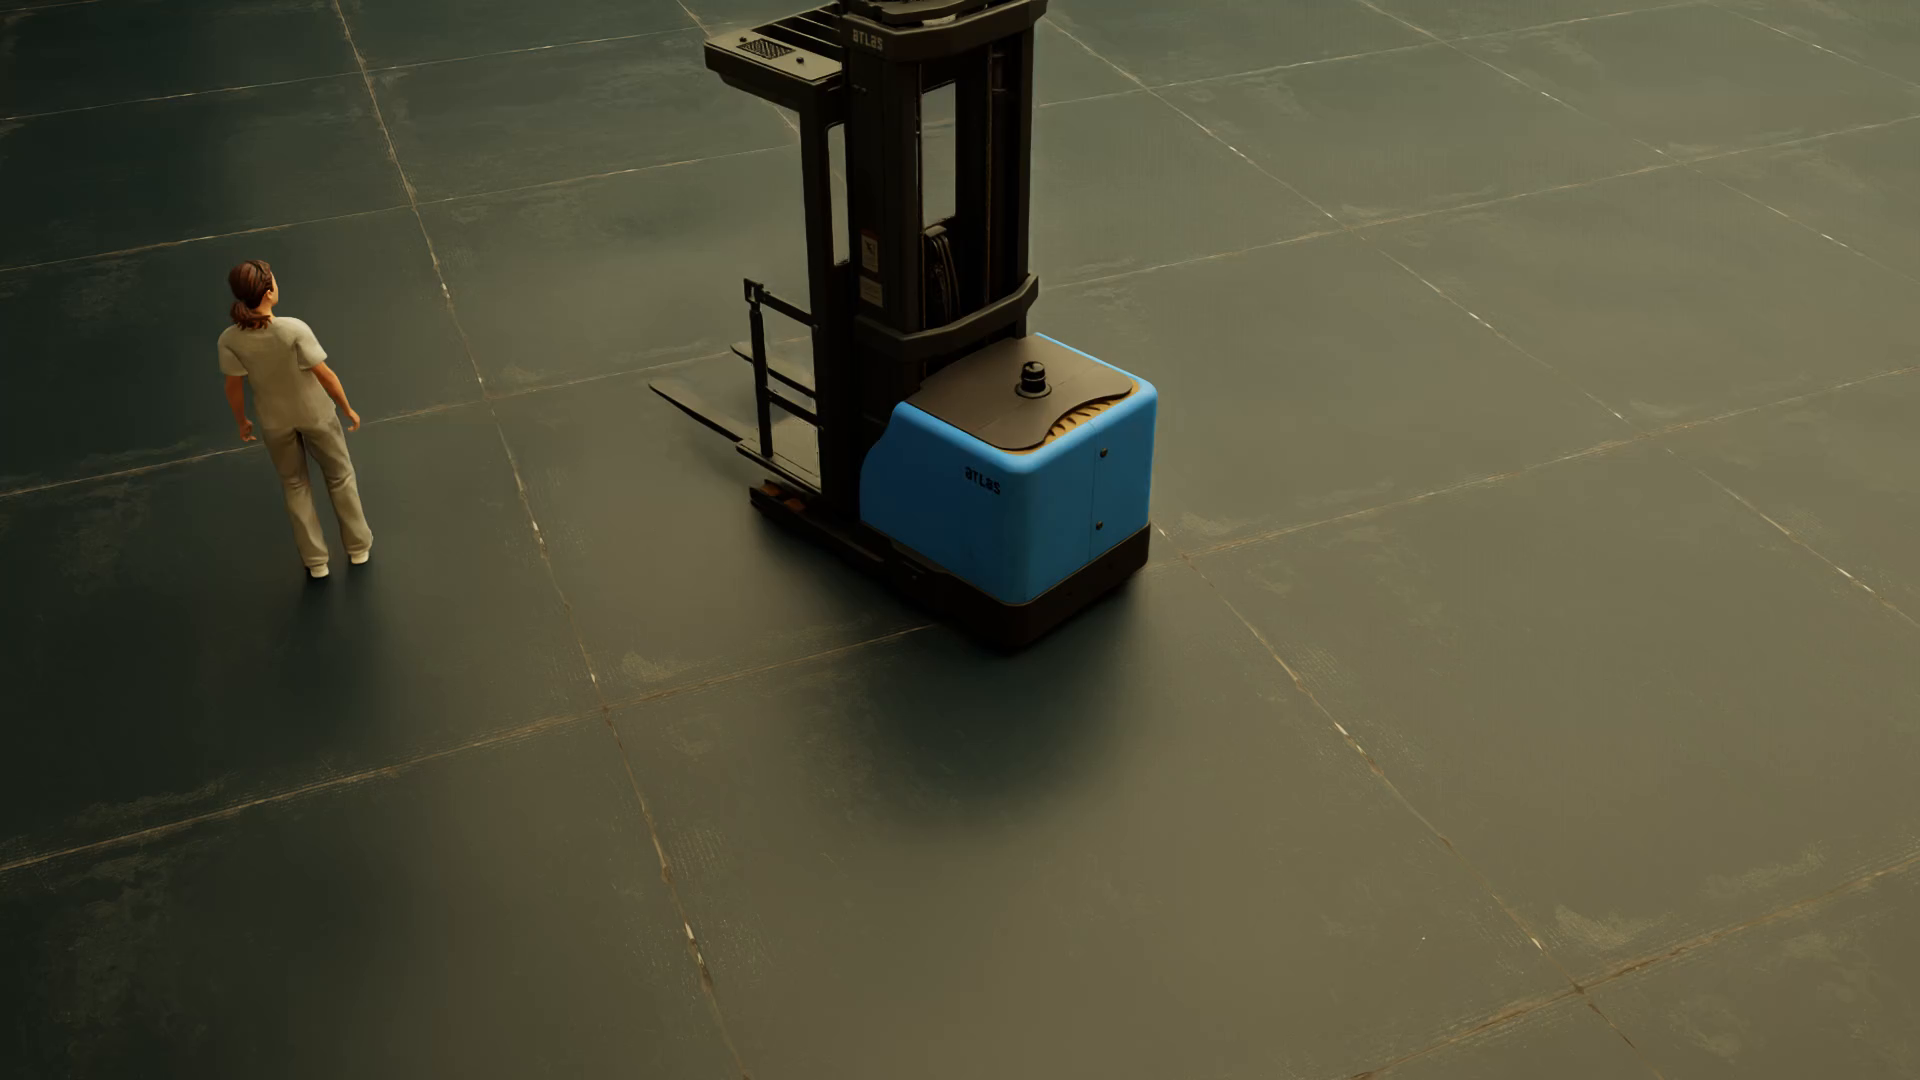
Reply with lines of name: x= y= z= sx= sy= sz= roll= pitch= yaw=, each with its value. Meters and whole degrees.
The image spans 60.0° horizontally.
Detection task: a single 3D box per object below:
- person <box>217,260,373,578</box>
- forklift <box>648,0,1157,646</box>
person: x=-3.189 y=-0.592 z=8.020 sx=0.559 sy=1.671 sz=0.410 roll=-7 pitch=36 yaw=-10
forklift: x=-0.466 y=-1.439 z=8.123 sx=3.031 sy=2.935 sz=1.130 roll=29 pitch=45 yaw=34
